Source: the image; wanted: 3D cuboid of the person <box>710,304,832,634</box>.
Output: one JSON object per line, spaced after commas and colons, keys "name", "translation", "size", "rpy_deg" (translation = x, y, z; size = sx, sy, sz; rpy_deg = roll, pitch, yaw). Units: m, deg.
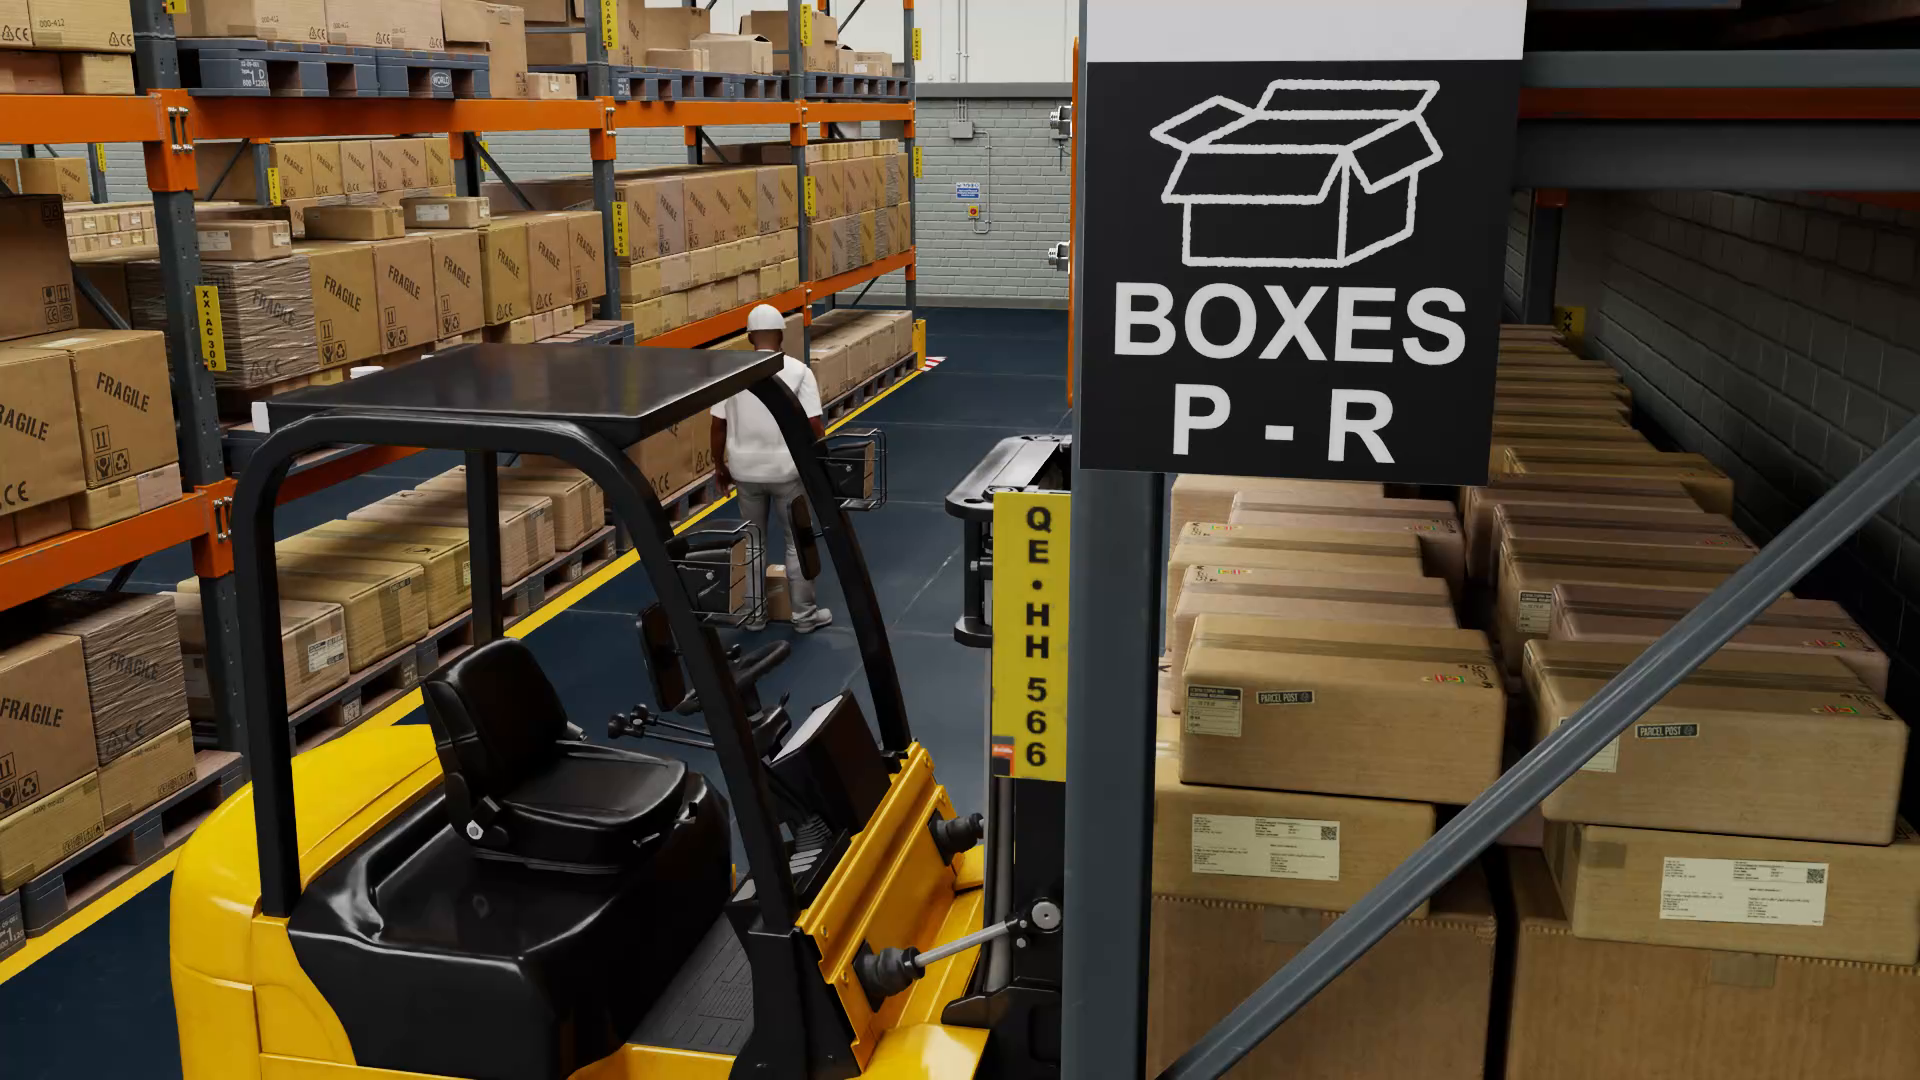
{"name": "person", "translation": [-1.015, -0.380, 8.935], "size": [0.636, 1.761, 0.454], "rpy_deg": [2, 15, 8]}
